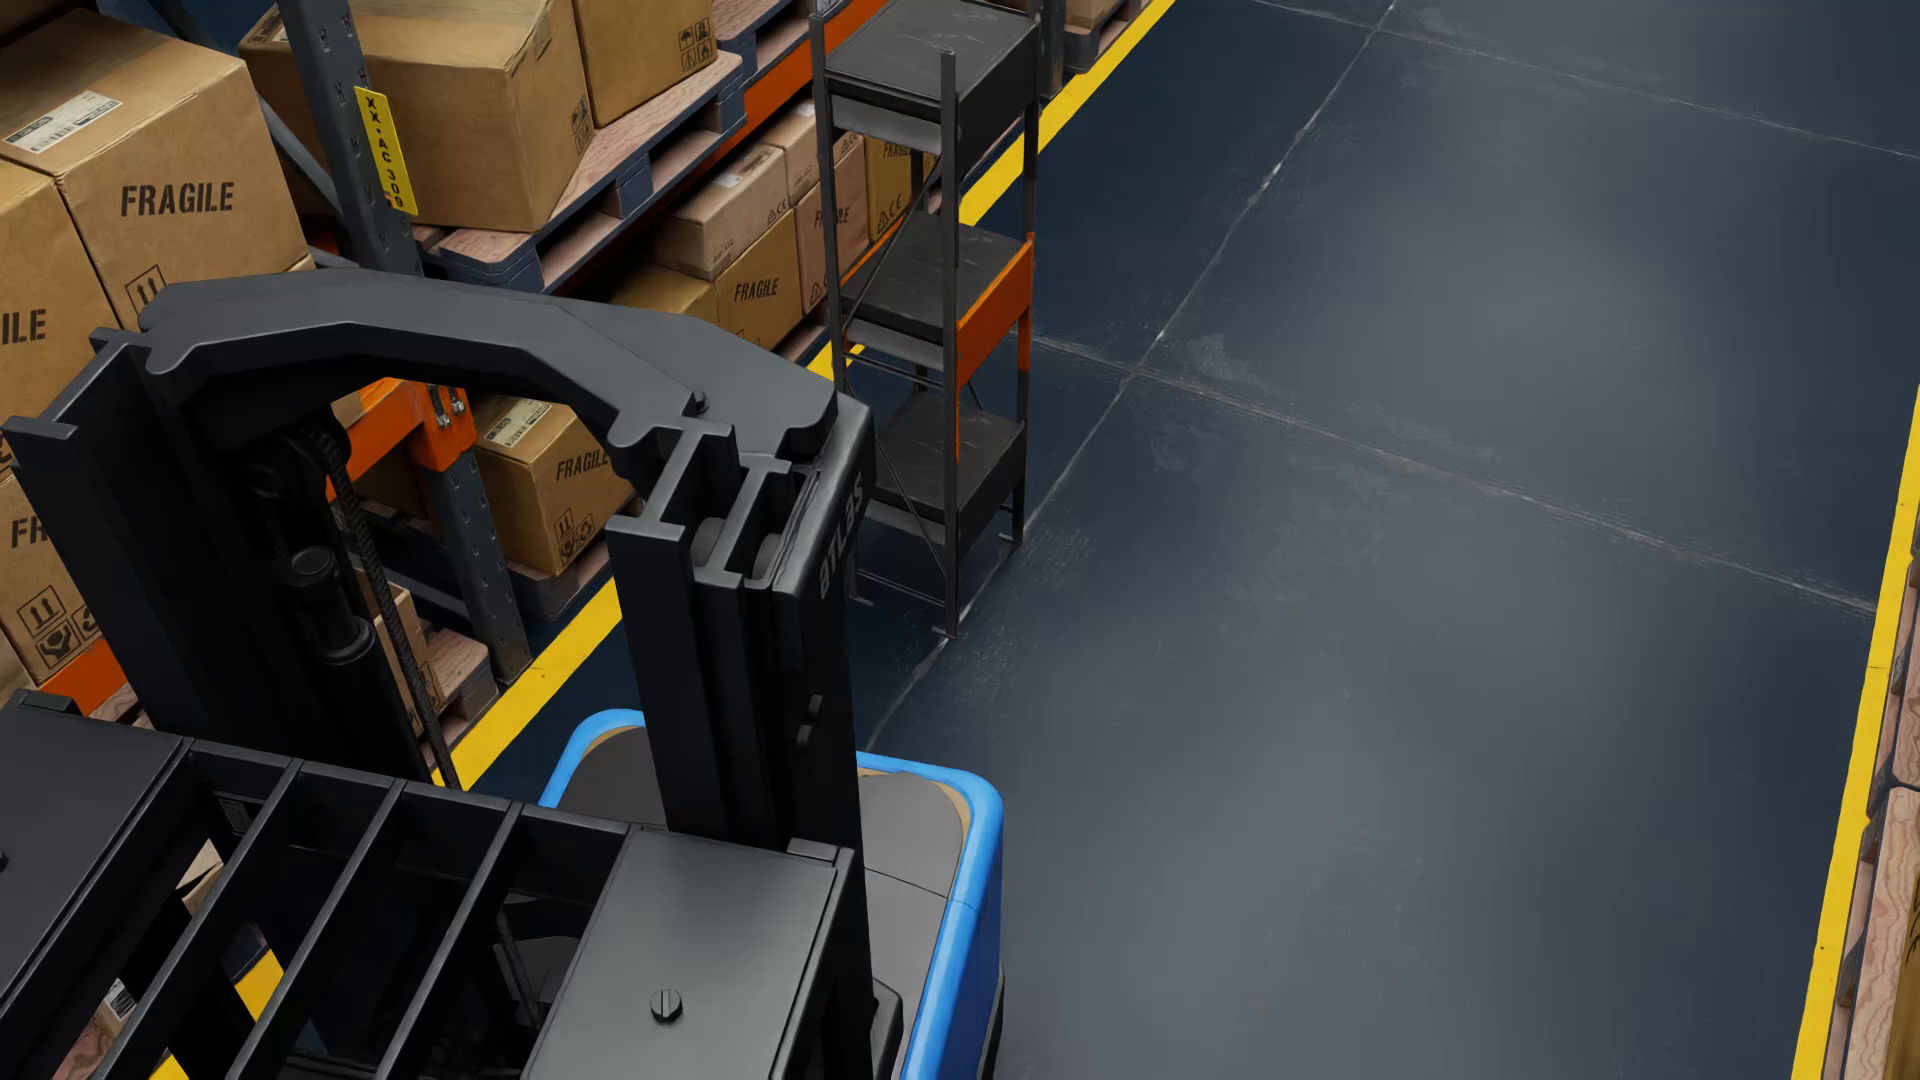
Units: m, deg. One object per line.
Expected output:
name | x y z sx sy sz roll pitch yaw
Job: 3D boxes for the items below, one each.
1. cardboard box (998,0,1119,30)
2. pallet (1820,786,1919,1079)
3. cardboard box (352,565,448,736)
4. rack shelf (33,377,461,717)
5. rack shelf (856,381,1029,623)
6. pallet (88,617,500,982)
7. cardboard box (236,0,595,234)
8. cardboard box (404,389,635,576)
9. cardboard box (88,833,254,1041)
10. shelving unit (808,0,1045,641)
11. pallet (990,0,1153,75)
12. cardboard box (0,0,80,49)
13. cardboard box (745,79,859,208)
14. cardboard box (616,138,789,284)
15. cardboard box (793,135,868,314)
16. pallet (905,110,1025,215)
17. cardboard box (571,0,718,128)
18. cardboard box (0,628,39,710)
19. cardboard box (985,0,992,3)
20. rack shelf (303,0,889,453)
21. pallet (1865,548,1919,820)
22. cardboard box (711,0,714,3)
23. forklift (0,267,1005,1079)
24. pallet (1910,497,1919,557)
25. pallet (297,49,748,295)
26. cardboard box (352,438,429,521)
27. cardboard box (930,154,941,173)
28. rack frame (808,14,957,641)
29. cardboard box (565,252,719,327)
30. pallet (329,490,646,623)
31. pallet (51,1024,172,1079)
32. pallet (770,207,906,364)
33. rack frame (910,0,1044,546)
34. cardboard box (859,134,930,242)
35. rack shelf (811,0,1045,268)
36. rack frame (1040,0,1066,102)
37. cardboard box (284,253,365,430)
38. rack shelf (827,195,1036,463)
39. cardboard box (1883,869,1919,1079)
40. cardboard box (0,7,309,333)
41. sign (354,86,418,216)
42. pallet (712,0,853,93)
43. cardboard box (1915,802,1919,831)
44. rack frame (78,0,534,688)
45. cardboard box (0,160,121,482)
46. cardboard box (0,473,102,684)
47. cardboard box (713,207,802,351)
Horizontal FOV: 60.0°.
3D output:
cardboard box | 0.515 -2.723 7.970 0.500 0.250 0.500 20 49 19
pallet | 2.836 1.313 4.303 1.003 0.211 1.213 20 49 19
cardboard box | -1.858 0.388 4.706 0.500 0.500 0.500 20 49 19
rack shelf | -2.773 0.724 3.431 1.077 0.370 4.000 20 49 19
rack shelf | -0.077 -0.132 5.408 0.431 0.518 0.480 20 49 19
pallet | -2.164 0.624 4.985 1.003 0.211 1.213 20 49 19
cardboard box | -1.427 -1.196 4.458 0.700 0.500 0.500 6 46 6
cardboard box | -1.404 -0.289 5.375 0.500 0.500 0.500 18 48 17
cardboard box | -2.206 0.927 4.306 0.500 0.311 0.500 20 49 19
shelving unit | -0.077 -0.634 4.900 0.431 2.100 0.503 20 49 19
pallet | 0.429 -2.834 8.403 1.003 0.211 1.213 20 49 19
cardboard box | -2.313 -0.972 3.828 0.500 0.500 0.500 22 49 20
cardboard box | -0.708 -1.499 6.043 0.500 0.250 0.500 20 49 18
cardboard box | -0.940 -1.183 5.731 0.500 0.250 0.500 21 49 19
cardboard box | -0.693 -1.260 6.334 0.500 0.500 0.500 19 48 18
pallet | -0.368 -1.871 7.451 1.003 0.211 1.213 20 49 19
cardboard box | -1.164 -1.650 4.907 0.700 0.500 0.500 28 52 25
cardboard box | -2.324 0.225 3.348 0.500 0.500 0.500 22 49 20
cardboard box | 0.040 -2.902 8.147 0.500 0.250 0.500 22 49 20
rack shelf | -0.916 -1.796 5.922 1.077 0.370 4.000 20 49 19
pallet | 3.401 0.542 5.066 1.003 0.211 1.213 20 49 19
cardboard box | -1.079 -2.105 5.356 0.700 0.500 0.500 9 46 9
forklift | -0.714 1.202 2.501 1.130 2.935 3.031 9 46 9
pallet | 3.969 -0.224 5.823 1.003 0.211 1.213 20 49 19
pallet | -1.377 -1.189 4.951 1.003 0.211 1.213 20 49 19
cardboard box | -1.870 -0.470 5.554 0.500 0.500 0.500 20 49 19
cardboard box | -0.214 -1.918 6.985 0.500 0.500 0.500 22 49 21
rack frame | -0.190 -0.480 4.748 0.400 2.100 0.015 20 49 19
cardboard box | -1.167 -0.629 5.711 0.500 0.500 0.500 21 49 20
pallet | -1.501 -0.334 5.931 1.003 0.211 1.213 20 49 19
pallet | -2.730 1.395 4.223 1.003 0.211 1.213 20 49 19
pallet | -0.936 -1.105 6.694 1.003 0.211 1.213 20 49 19
rack frame | 0.036 -0.788 5.052 0.400 2.100 0.015 20 49 19
cardboard box | -0.455 -1.592 6.663 0.500 0.500 0.500 19 48 18
rack shelf | -0.077 -1.116 4.412 0.431 0.518 0.480 20 49 19
rack frame | 0.012 -3.309 6.911 1.000 3.000 0.127 20 49 19
cardboard box | -1.850 -0.424 3.990 0.500 0.500 0.500 21 49 20
rack shelf | -0.077 -0.624 4.910 0.431 0.518 0.480 20 49 19
cardboard box | 2.731 1.000 3.869 0.750 0.750 0.750 21 49 19
cardboard box | -1.850 -0.772 3.630 0.500 0.500 0.500 21 49 19
sign | -1.361 -0.919 3.941 0.100 0.325 0.005 20 49 19
pallet | -0.887 -2.015 5.767 1.003 0.211 1.213 20 49 19
cardboard box | 3.141 0.439 4.423 0.750 0.750 0.750 22 49 20
rack frame | -1.845 -0.789 4.421 1.000 3.000 0.127 20 49 19
cardboard box | -2.086 -0.448 3.310 0.500 0.500 0.500 20 49 18
cardboard box | -2.088 -0.099 3.669 0.500 0.500 0.500 22 49 20
cardboard box | -0.928 -0.941 6.019 0.500 0.500 0.500 21 49 20
